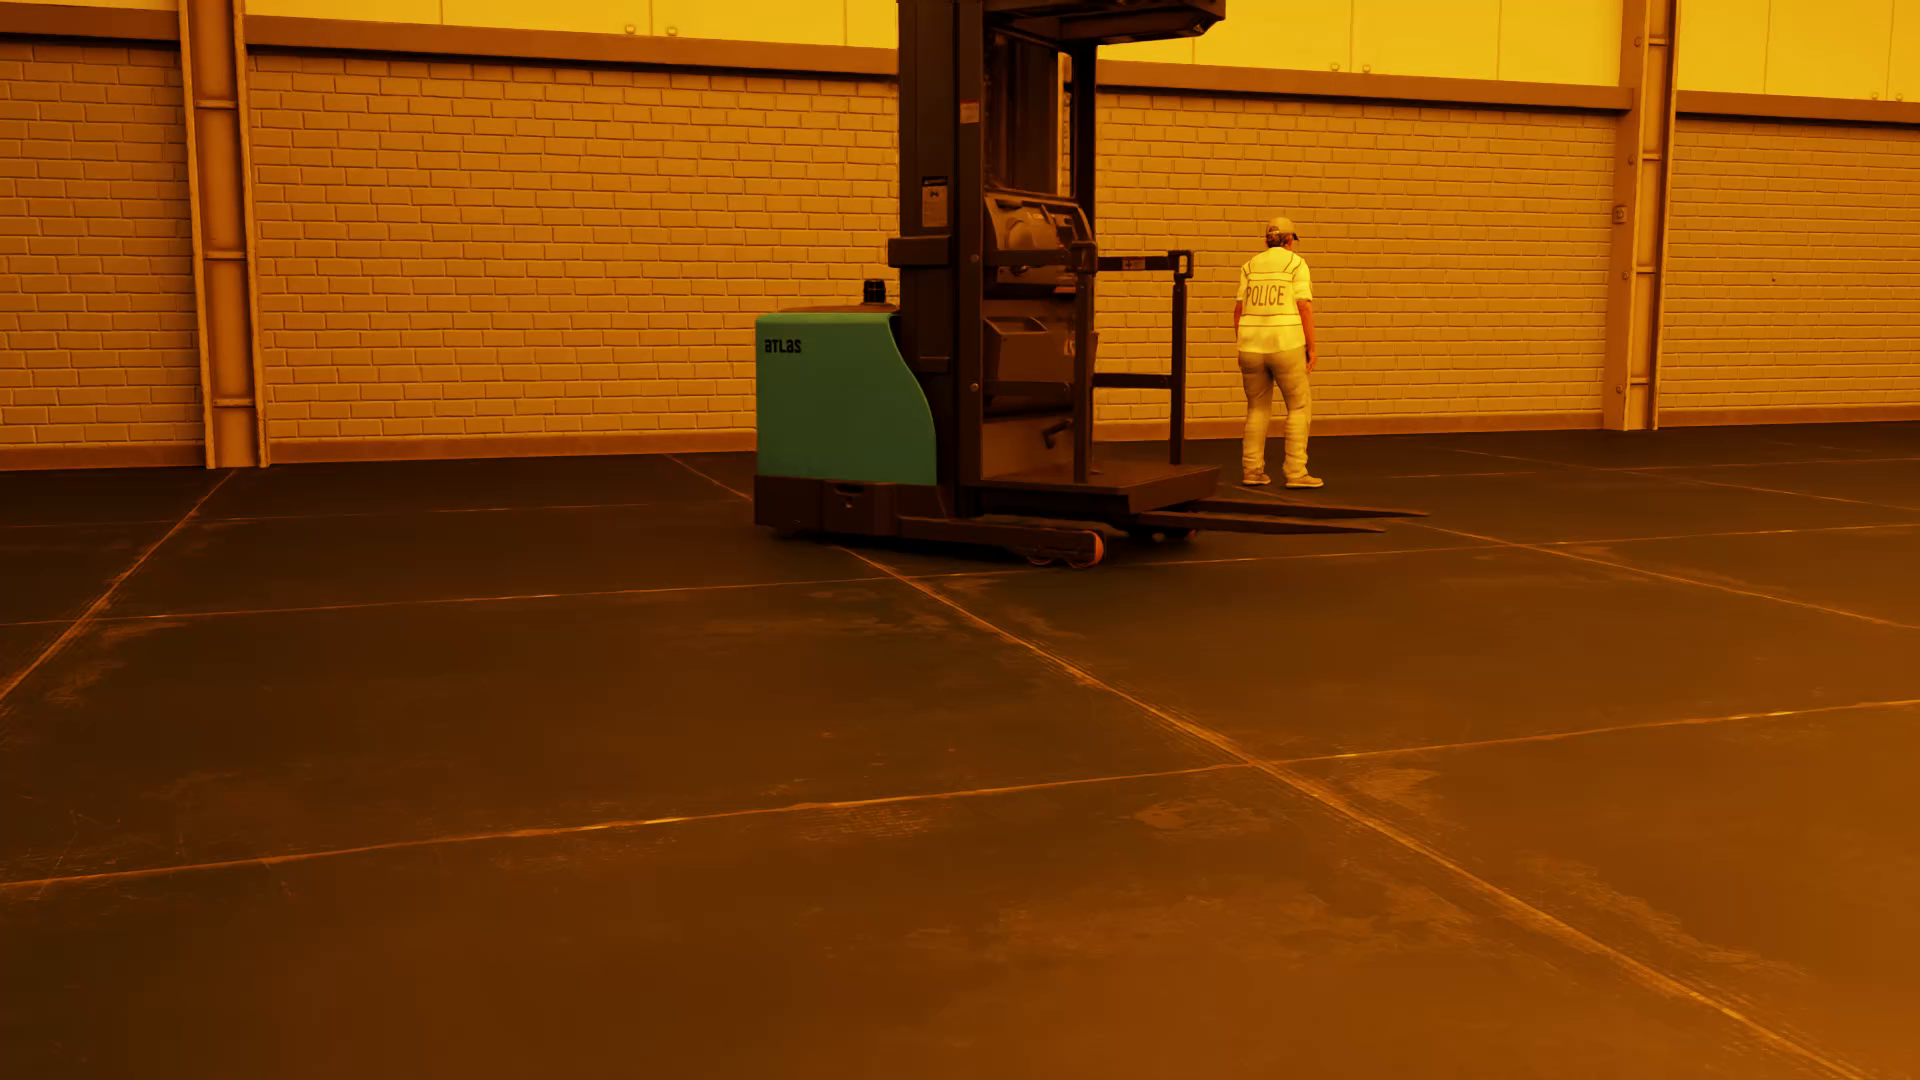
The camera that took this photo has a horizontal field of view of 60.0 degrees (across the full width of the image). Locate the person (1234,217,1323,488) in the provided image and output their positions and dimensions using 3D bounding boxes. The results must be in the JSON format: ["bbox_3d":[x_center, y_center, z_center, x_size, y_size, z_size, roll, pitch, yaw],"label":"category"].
[{"bbox_3d":[1.973,-1.162,10.299,0.553,1.665,0.468,6,10,36],"label":"person"}]

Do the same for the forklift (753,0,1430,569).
[{"bbox_3d":[0.541,-1.411,7.423,3.031,2.935,1.130,5,9,31],"label":"forklift"}]
